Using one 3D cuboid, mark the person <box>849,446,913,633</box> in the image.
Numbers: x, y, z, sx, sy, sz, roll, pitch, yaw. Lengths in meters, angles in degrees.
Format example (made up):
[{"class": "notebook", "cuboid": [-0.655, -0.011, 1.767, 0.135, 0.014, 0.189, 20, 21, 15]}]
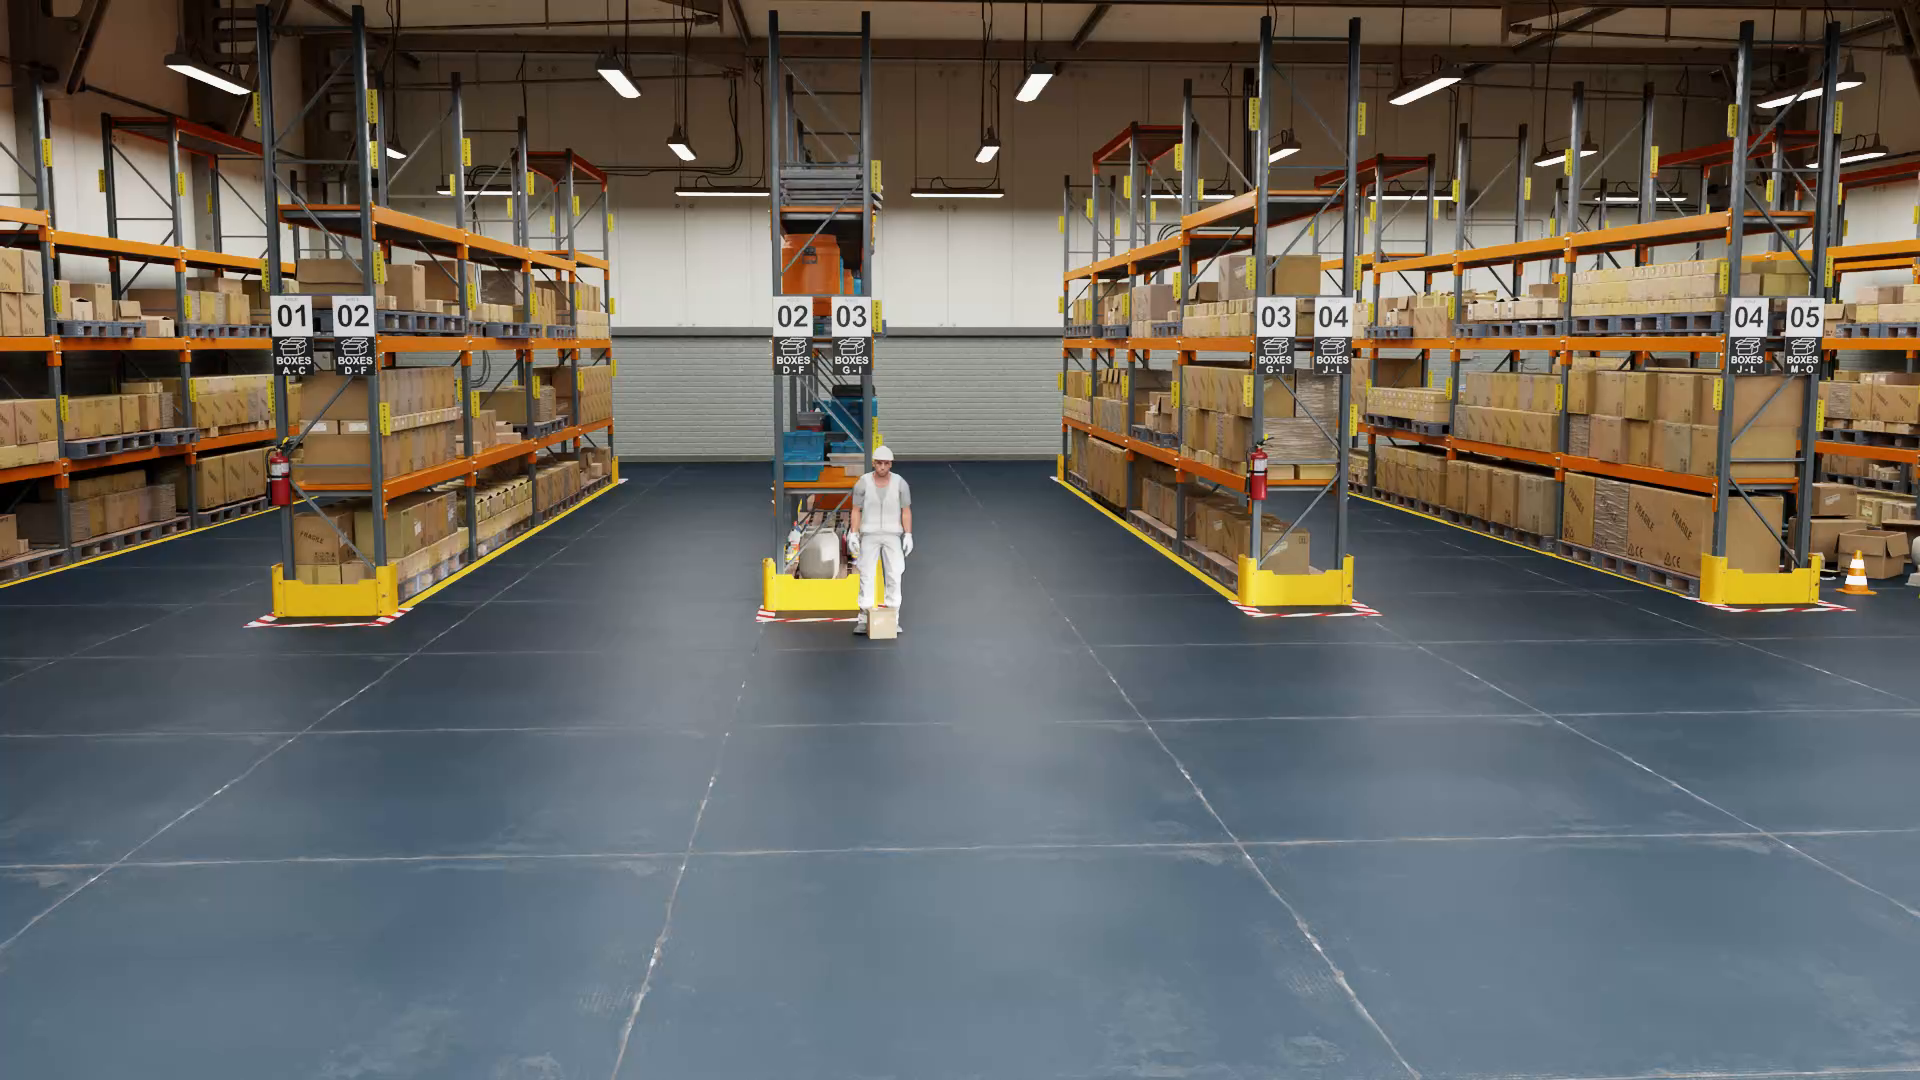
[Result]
[{"class": "person", "cuboid": [-0.749, -0.006, 15.727, 0.609, 1.779, 0.448, 0, 7, -3]}]
